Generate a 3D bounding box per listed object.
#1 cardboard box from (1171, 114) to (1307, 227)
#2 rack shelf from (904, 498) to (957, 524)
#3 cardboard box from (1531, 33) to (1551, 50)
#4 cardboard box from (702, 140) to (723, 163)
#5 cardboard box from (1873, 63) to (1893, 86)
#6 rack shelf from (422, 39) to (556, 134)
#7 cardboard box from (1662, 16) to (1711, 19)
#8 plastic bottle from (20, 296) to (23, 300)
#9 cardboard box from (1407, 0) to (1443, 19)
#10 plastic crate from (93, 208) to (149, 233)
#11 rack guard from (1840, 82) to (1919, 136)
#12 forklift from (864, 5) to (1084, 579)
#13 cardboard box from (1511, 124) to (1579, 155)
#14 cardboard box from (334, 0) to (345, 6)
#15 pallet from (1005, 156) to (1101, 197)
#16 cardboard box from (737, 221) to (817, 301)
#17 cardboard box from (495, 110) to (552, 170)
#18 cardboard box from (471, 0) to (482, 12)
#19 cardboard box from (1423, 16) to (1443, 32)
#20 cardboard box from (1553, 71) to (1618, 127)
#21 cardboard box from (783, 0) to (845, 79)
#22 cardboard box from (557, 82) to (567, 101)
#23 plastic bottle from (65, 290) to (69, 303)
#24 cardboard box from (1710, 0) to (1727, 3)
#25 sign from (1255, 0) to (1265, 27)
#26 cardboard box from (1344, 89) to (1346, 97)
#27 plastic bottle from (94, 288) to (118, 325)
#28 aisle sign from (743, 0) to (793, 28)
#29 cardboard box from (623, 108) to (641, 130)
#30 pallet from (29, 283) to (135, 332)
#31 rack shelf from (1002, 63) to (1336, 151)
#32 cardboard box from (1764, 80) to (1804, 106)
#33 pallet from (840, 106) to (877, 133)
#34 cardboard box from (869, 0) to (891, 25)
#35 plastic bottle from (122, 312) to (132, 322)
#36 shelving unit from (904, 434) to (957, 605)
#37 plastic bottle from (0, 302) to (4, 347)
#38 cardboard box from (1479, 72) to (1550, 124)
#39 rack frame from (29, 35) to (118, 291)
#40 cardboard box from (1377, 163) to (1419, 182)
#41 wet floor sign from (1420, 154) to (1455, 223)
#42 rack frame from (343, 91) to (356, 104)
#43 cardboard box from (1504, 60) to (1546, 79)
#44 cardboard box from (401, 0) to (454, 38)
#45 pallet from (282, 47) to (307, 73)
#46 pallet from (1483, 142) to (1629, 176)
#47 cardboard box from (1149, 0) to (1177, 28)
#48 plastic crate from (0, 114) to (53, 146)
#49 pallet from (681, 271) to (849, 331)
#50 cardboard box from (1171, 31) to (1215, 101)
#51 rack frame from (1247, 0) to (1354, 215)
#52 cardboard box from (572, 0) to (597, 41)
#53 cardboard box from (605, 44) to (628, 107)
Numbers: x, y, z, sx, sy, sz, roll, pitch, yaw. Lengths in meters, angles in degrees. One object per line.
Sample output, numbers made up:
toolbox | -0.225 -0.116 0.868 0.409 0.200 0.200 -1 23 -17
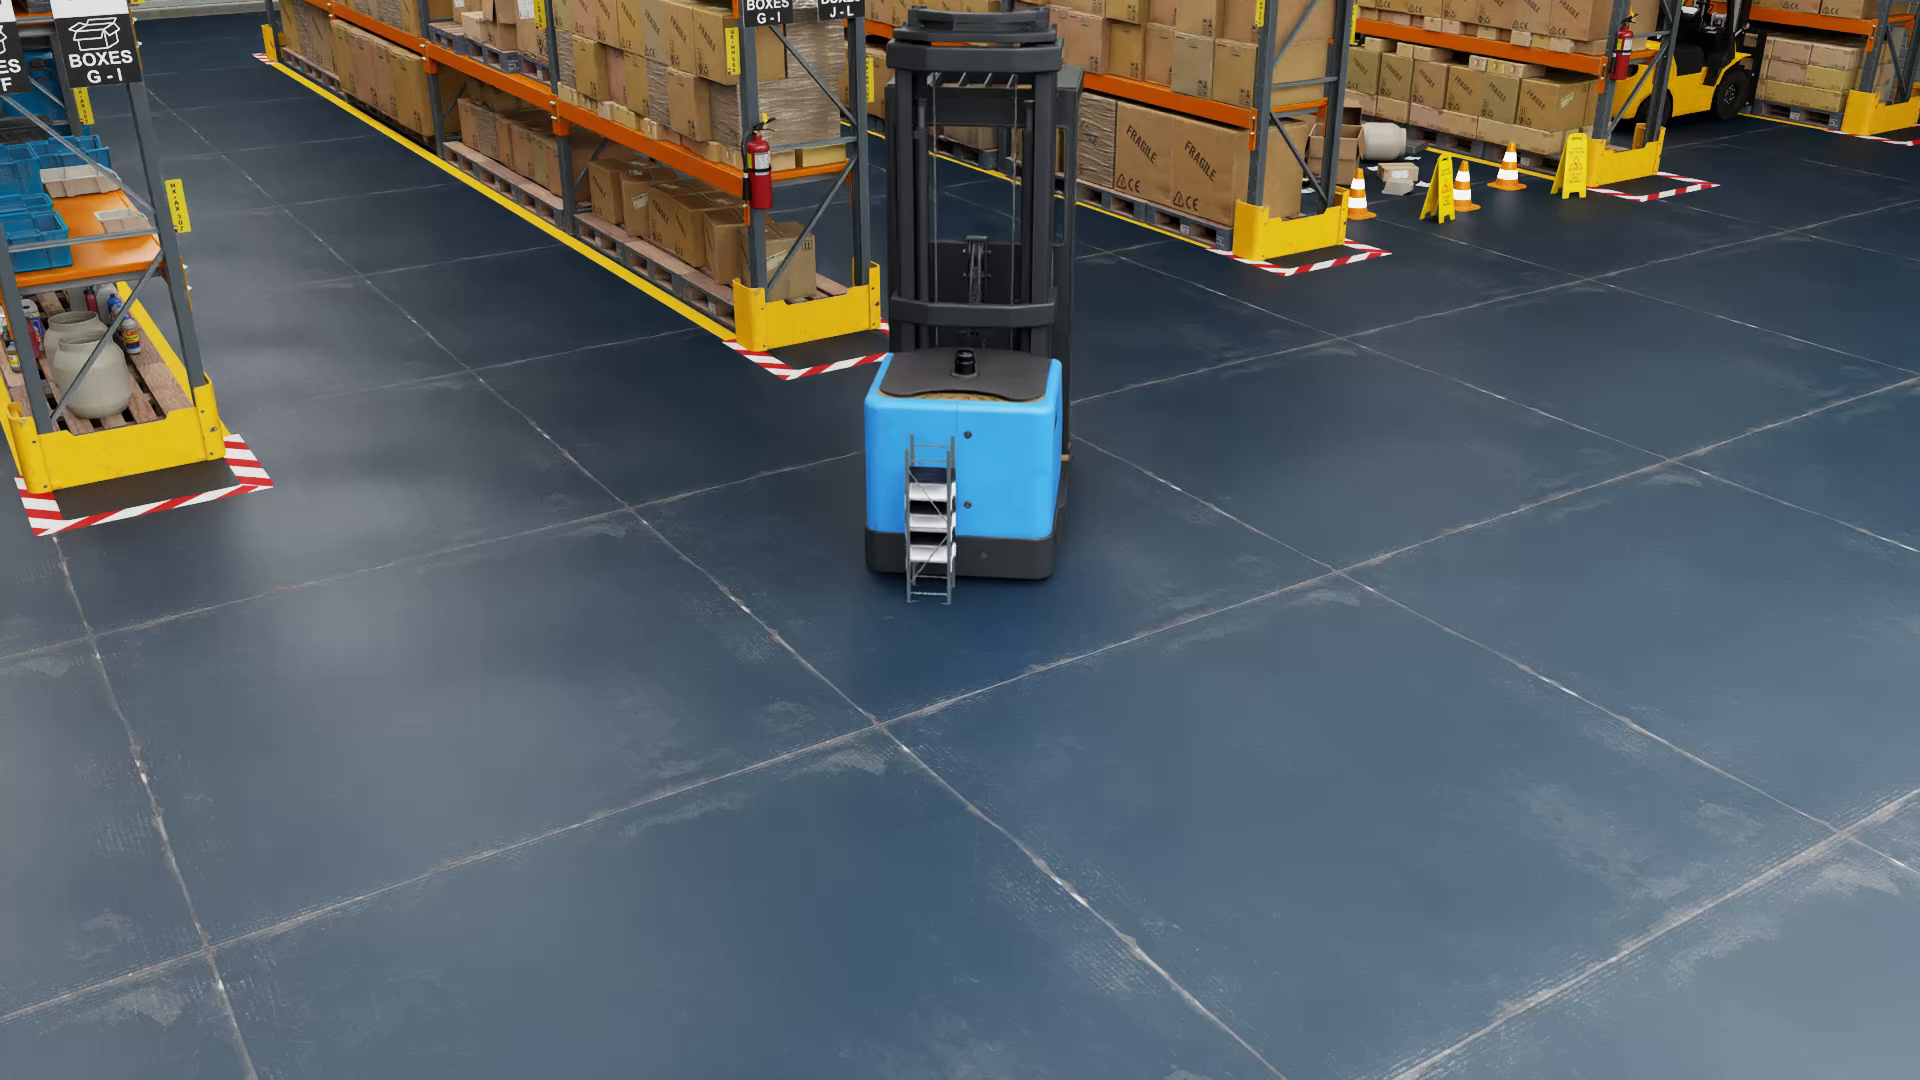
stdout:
cardboard box | 2.631 -3.543 15.739 0.875 0.875 0.875 -15 29 -29
rack shelf | -0.157 -0.156 8.894 0.258 0.077 0.200 3 25 6
cardboard box | 6.412 -5.408 17.987 0.380 0.149 0.250 -16 30 -30
cardboard box | -1.799 -3.074 13.043 0.380 0.149 0.250 -16 29 -30
cardboard box | 11.223 -5.824 20.716 0.500 0.250 0.500 -15 29 -29
rack shelf | -4.430 -4.788 17.221 1.077 0.370 4.000 -16 29 -30
cardboard box | 9.842 -6.955 22.528 0.500 0.250 0.500 -16 30 -30
plastic bottle | -7.215 -1.800 12.729 0.097 0.271 0.097 0 25 0
cardboard box | 5.528 -6.308 19.133 0.500 0.500 0.500 -16 30 -30
plastic crate | -5.523 -2.089 10.970 0.298 0.136 0.250 -16 29 -30
rack guard | 11.318 -5.296 20.382 1.175 0.500 0.348 -16 29 -30
forklift | 0.147 -1.707 9.933 1.130 2.935 3.031 3 25 6
cardboard box | 6.469 -4.458 18.409 0.500 0.250 0.500 -16 29 -30
cardboard box | -7.664 -7.082 21.120 0.500 0.500 0.500 -15 29 -29
pallet | 1.222 -3.966 17.905 1.003 0.211 1.213 -16 29 -30
cardboard box | -1.481 -2.254 13.447 0.500 0.500 0.500 -10 27 -20
cardboard box | -4.511 -4.266 17.685 0.700 0.500 0.500 -13 28 -25
cardboard box | -4.805 -5.704 17.709 0.700 0.500 0.500 -11 27 -22
cardboard box | 5.559 -5.947 19.127 0.380 0.149 0.250 -15 29 -29
cardboard box | 6.926 -4.924 18.516 0.500 0.500 0.500 -17 30 -31
cardboard box | -1.227 -3.859 12.775 0.500 0.500 0.500 -16 29 -30
cardboard box | -3.473 -4.137 15.295 0.380 0.149 0.250 -16 29 -30
plastic bottle | -7.016 -2.048 13.162 0.144 0.351 0.185 -16 29 -30
cardboard box | 9.977 -7.143 21.250 0.500 0.500 0.500 -15 29 -29
sign | 2.594 -4.596 14.339 0.100 0.325 0.005 -16 29 -30
cardboard box | 4.676 -5.896 21.312 0.950 0.372 0.625 -15 29 -29
plastic bottle | -6.529 -1.805 12.734 0.152 0.276 0.135 -15 29 -29
aisle sign | -1.372 -4.051 11.772 0.394 0.787 0.004 -16 29 -30
cardboard box | -2.643 -3.604 14.165 0.380 0.149 0.250 -16 29 -30
pallet | -7.156 -1.733 13.173 1.003 0.211 1.213 -16 29 -30
rack shelf | 1.964 -4.477 16.563 1.077 0.370 4.000 -16 29 -30
cardboard box | 10.521 -5.656 20.946 0.500 0.250 0.500 -16 29 -30
pallet | -0.944 -5.388 20.916 1.003 0.211 1.213 -16 29 -30
cardboard box | -0.737 -6.408 19.694 0.500 0.500 0.500 -16 29 -30
plastic bottle | -6.141 -1.590 12.271 0.061 0.283 0.133 -15 29 -29
shelving unit | -0.157 -0.105 8.918 0.258 0.900 0.210 3 25 6
plastic bottle | -6.958 -1.573 12.156 0.144 0.351 0.185 -14 29 -27
cardboard box | 6.205 -4.974 18.623 0.500 0.500 0.500 -14 29 -28
rack frame | -7.488 -3.244 13.107 1.000 3.000 0.127 -16 29 -30
cardboard box | 4.741 -3.985 18.018 0.380 0.149 0.250 -1 25 -3
wet floor sign | 4.731 -3.473 16.352 0.267 0.644 0.232 -22 33 -38
rack frame | -7.705 -7.259 21.614 1.000 3.000 0.127 -16 29 -30
cardboard box | 6.236 -5.197 18.336 0.380 0.149 0.250 -15 29 -28
cardboard box | -5.999 -5.993 18.813 0.500 0.500 0.500 -15 29 -28
pallet | -9.387 -7.161 24.672 1.003 0.211 1.213 -16 29 -30
pallet | 6.693 -4.342 18.700 1.003 0.211 1.213 -16 29 -30
cardboard box | 2.317 -5.192 15.794 0.875 0.550 0.550 -16 29 -30
plastic crate | -7.309 -2.999 12.661 0.767 0.338 0.504 -16 29 -30
pallet | -1.610 -2.032 13.808 1.003 0.211 1.213 -16 29 -30
cardboard box | 2.497 -4.469 15.526 0.875 0.550 0.550 -16 29 -30
rack frame | 3.056 -4.087 14.894 1.000 3.000 0.127 -16 29 -30
cardboard box | -3.031 -4.631 14.410 0.500 0.500 0.500 -16 29 -30
cardboard box | -2.544 -4.060 14.371 0.875 0.500 0.500 -16 29 -30
